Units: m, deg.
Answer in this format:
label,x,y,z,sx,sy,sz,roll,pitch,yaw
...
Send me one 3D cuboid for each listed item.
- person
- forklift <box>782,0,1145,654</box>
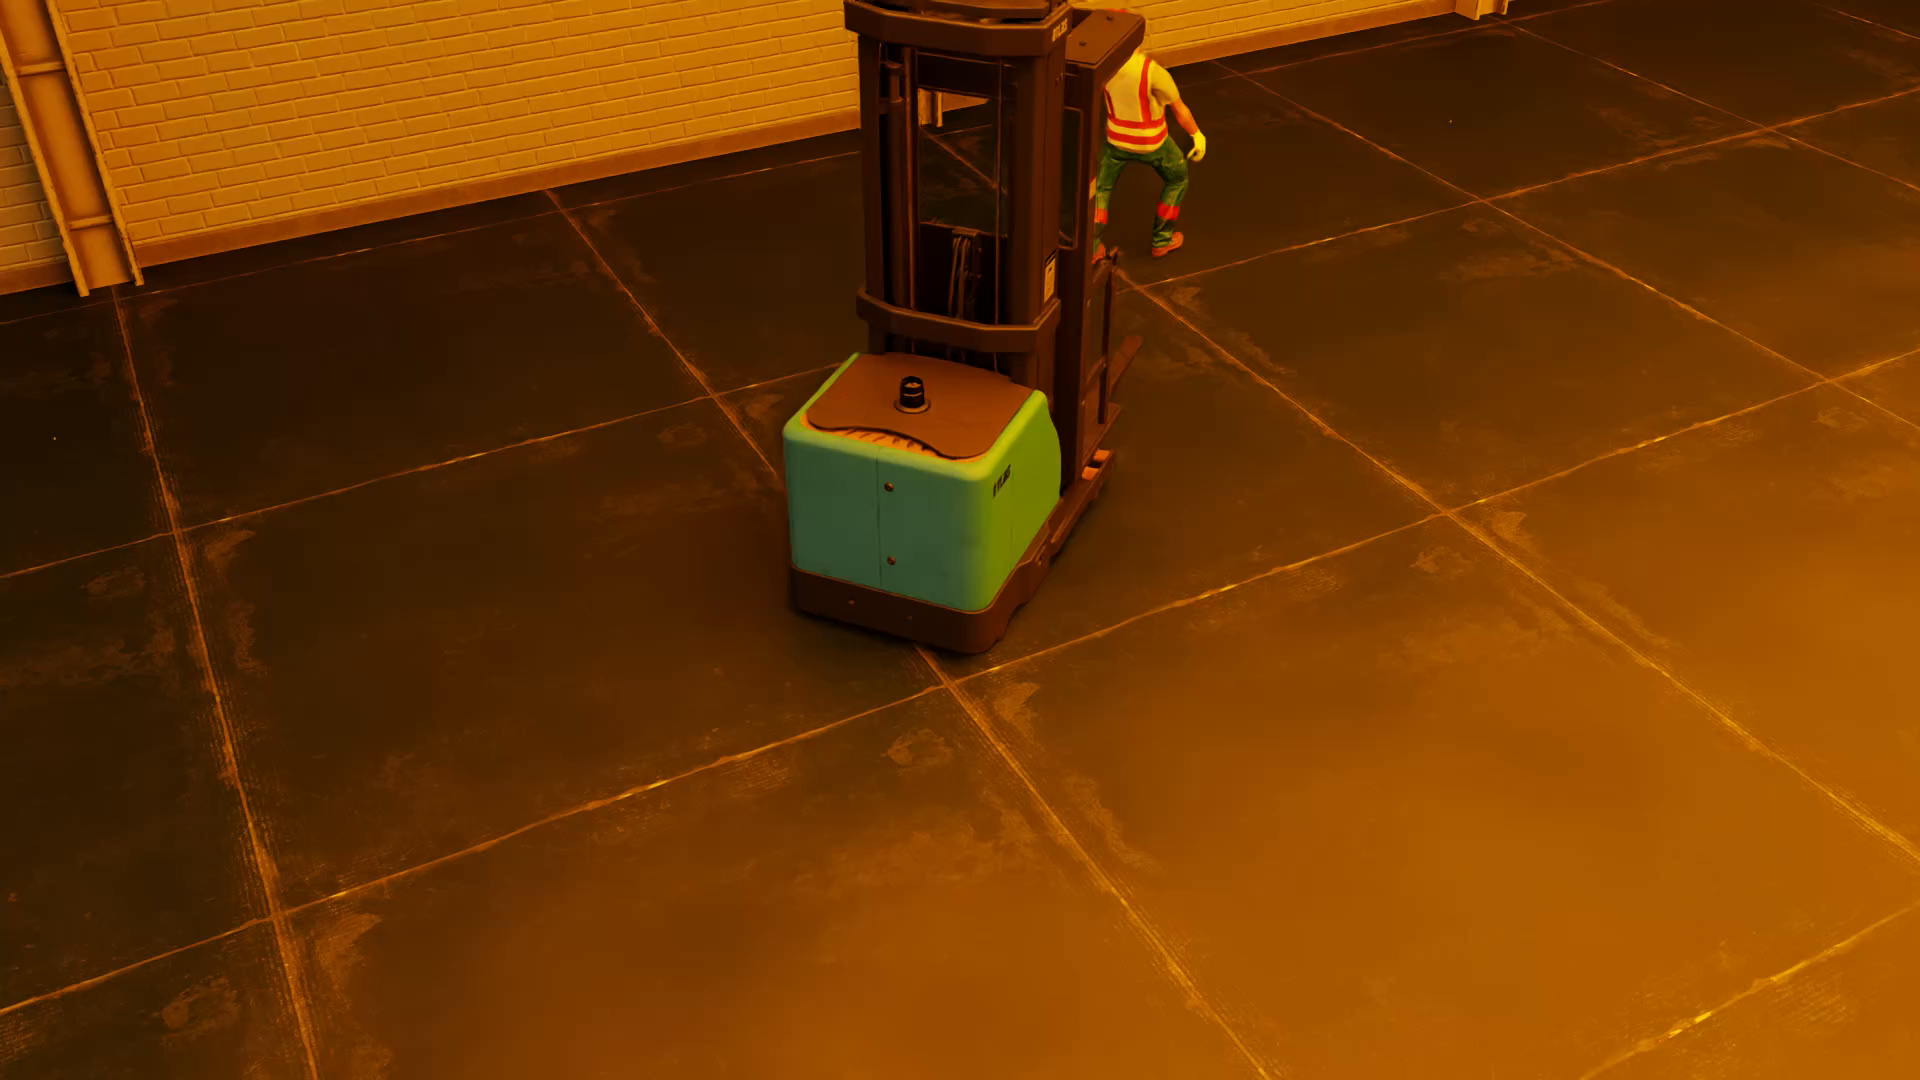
label,x,y,z,sx,sy,sz,roll,pitch,yaw
person,1.265,-2.681,11.007,0.773,1.678,0.867,12,37,17
forklift,0.209,-1.509,8.258,1.130,2.935,3.031,14,37,18
